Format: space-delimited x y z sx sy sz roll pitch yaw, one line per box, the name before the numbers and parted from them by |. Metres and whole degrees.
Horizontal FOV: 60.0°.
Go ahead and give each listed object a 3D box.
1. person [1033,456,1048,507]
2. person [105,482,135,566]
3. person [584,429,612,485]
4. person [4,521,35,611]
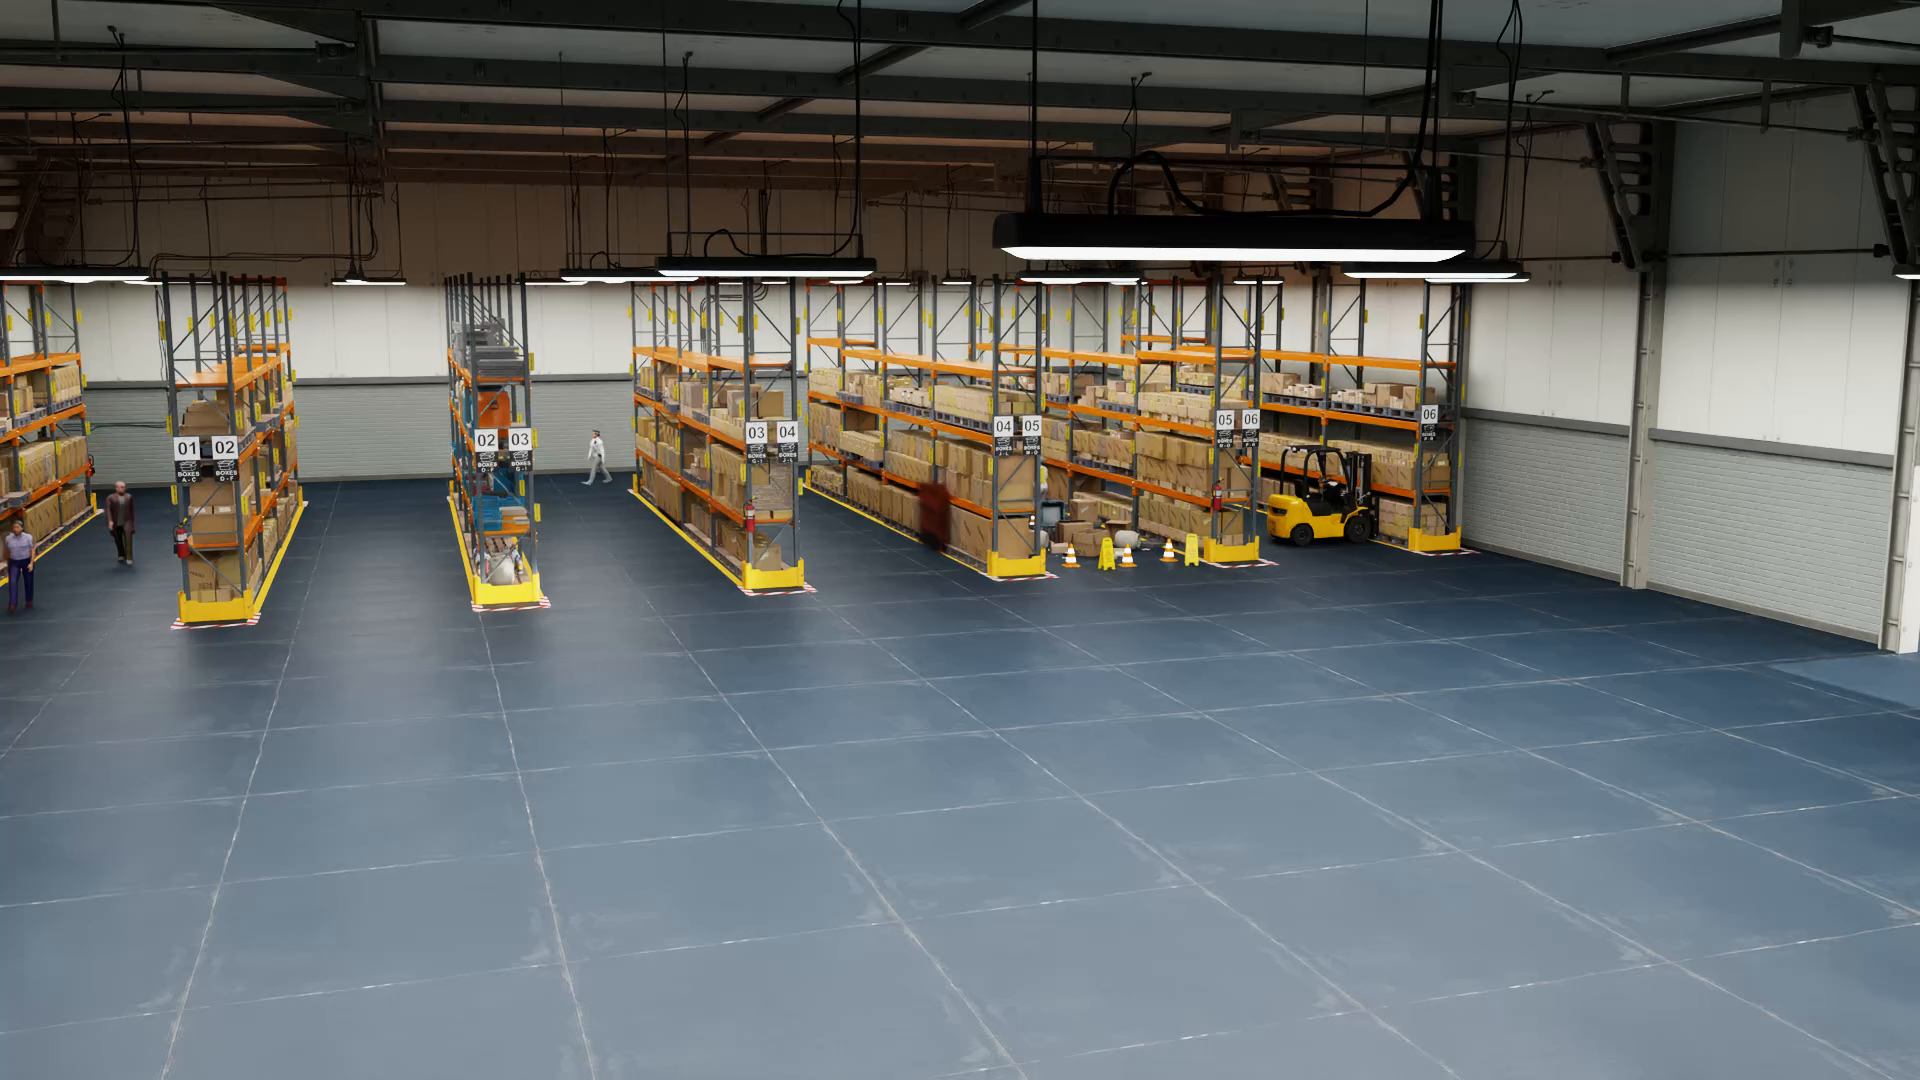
person | 1.942 -1.207 40.555 0.368 1.706 0.485 7 11 40
person | -17.423 -0.354 34.504 0.539 1.715 1.128 -4 9 -23
person | -10.652 -2.440 48.767 0.993 1.640 0.515 -8 11 -41
person | -16.788 0.447 29.703 0.507 1.590 0.998 -5 10 -29
